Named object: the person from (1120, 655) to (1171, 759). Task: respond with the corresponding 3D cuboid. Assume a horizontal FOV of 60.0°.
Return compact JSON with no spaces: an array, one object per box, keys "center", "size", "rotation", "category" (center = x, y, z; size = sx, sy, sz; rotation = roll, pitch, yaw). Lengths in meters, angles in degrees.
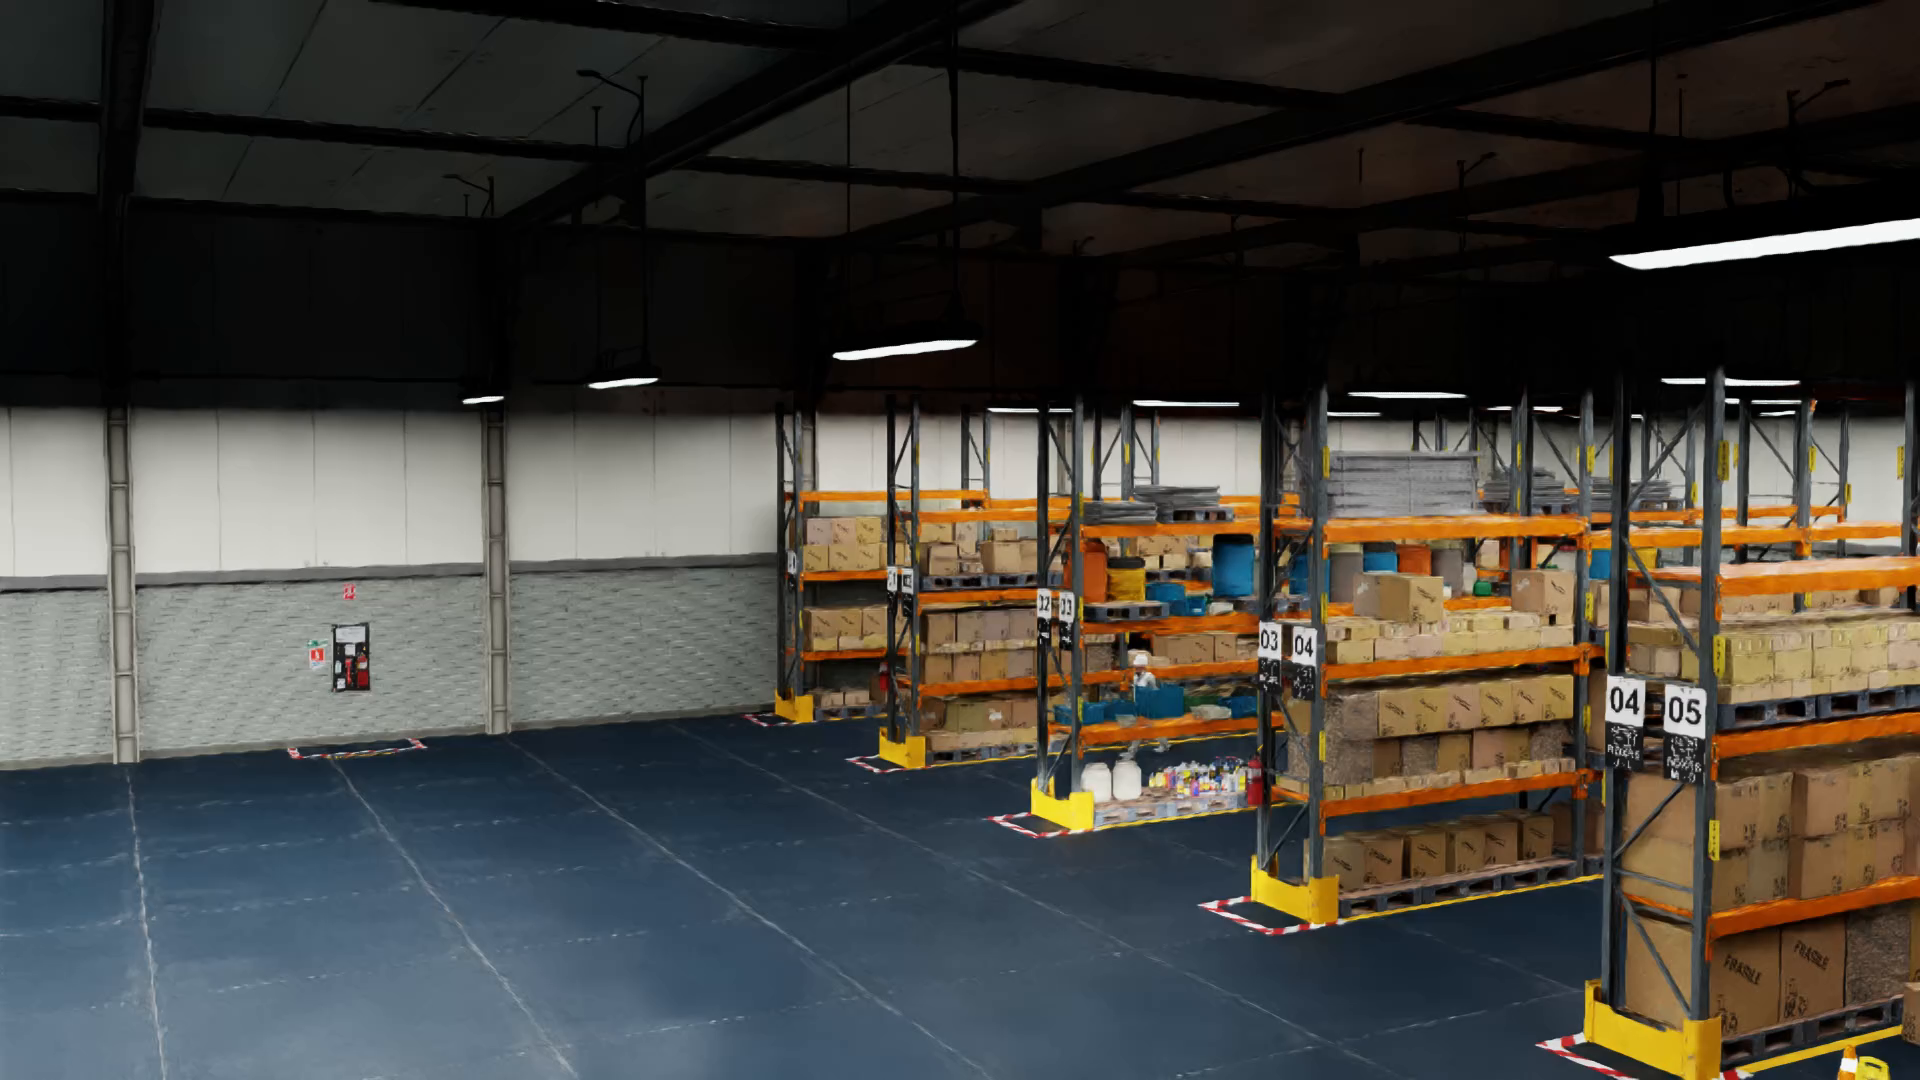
[{"center":[3.044,2.745,27.591],"size":[1.115,1.698,0.543],"rotation":[-2,4,-25],"category":"person"}]
